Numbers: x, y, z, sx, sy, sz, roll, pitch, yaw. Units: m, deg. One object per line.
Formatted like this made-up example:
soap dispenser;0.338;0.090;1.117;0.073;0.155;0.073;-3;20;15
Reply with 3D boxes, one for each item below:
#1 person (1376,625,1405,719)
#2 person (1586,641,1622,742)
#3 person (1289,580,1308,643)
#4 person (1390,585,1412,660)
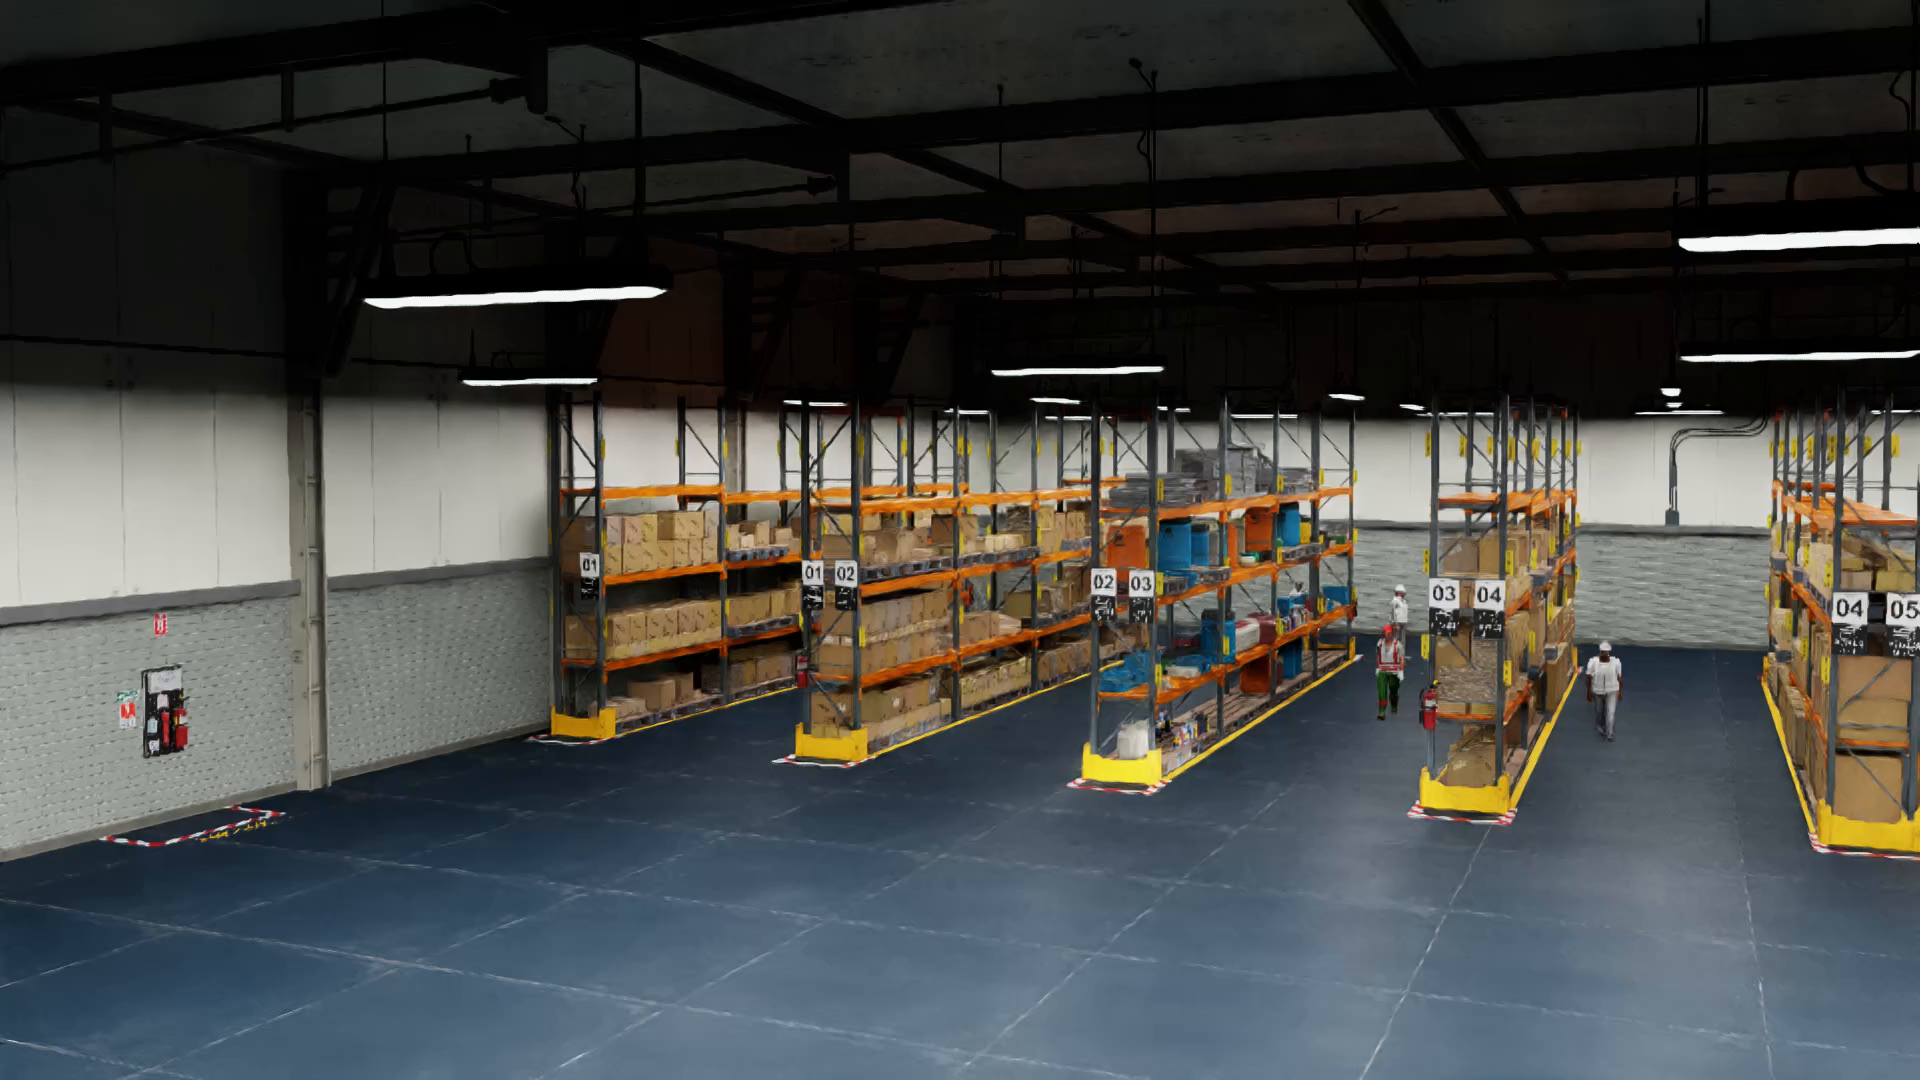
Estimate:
person;7.959;2.431;30.818;0.565;1.736;1.043;1;3;23
person;11.041;2.570;28.525;0.577;1.691;1.121;2;4;26
person;8.727;1.832;42.814;0.592;1.629;0.531;1;3;22
person;10.338;1.939;39.150;0.427;1.777;0.615;3;4;44
